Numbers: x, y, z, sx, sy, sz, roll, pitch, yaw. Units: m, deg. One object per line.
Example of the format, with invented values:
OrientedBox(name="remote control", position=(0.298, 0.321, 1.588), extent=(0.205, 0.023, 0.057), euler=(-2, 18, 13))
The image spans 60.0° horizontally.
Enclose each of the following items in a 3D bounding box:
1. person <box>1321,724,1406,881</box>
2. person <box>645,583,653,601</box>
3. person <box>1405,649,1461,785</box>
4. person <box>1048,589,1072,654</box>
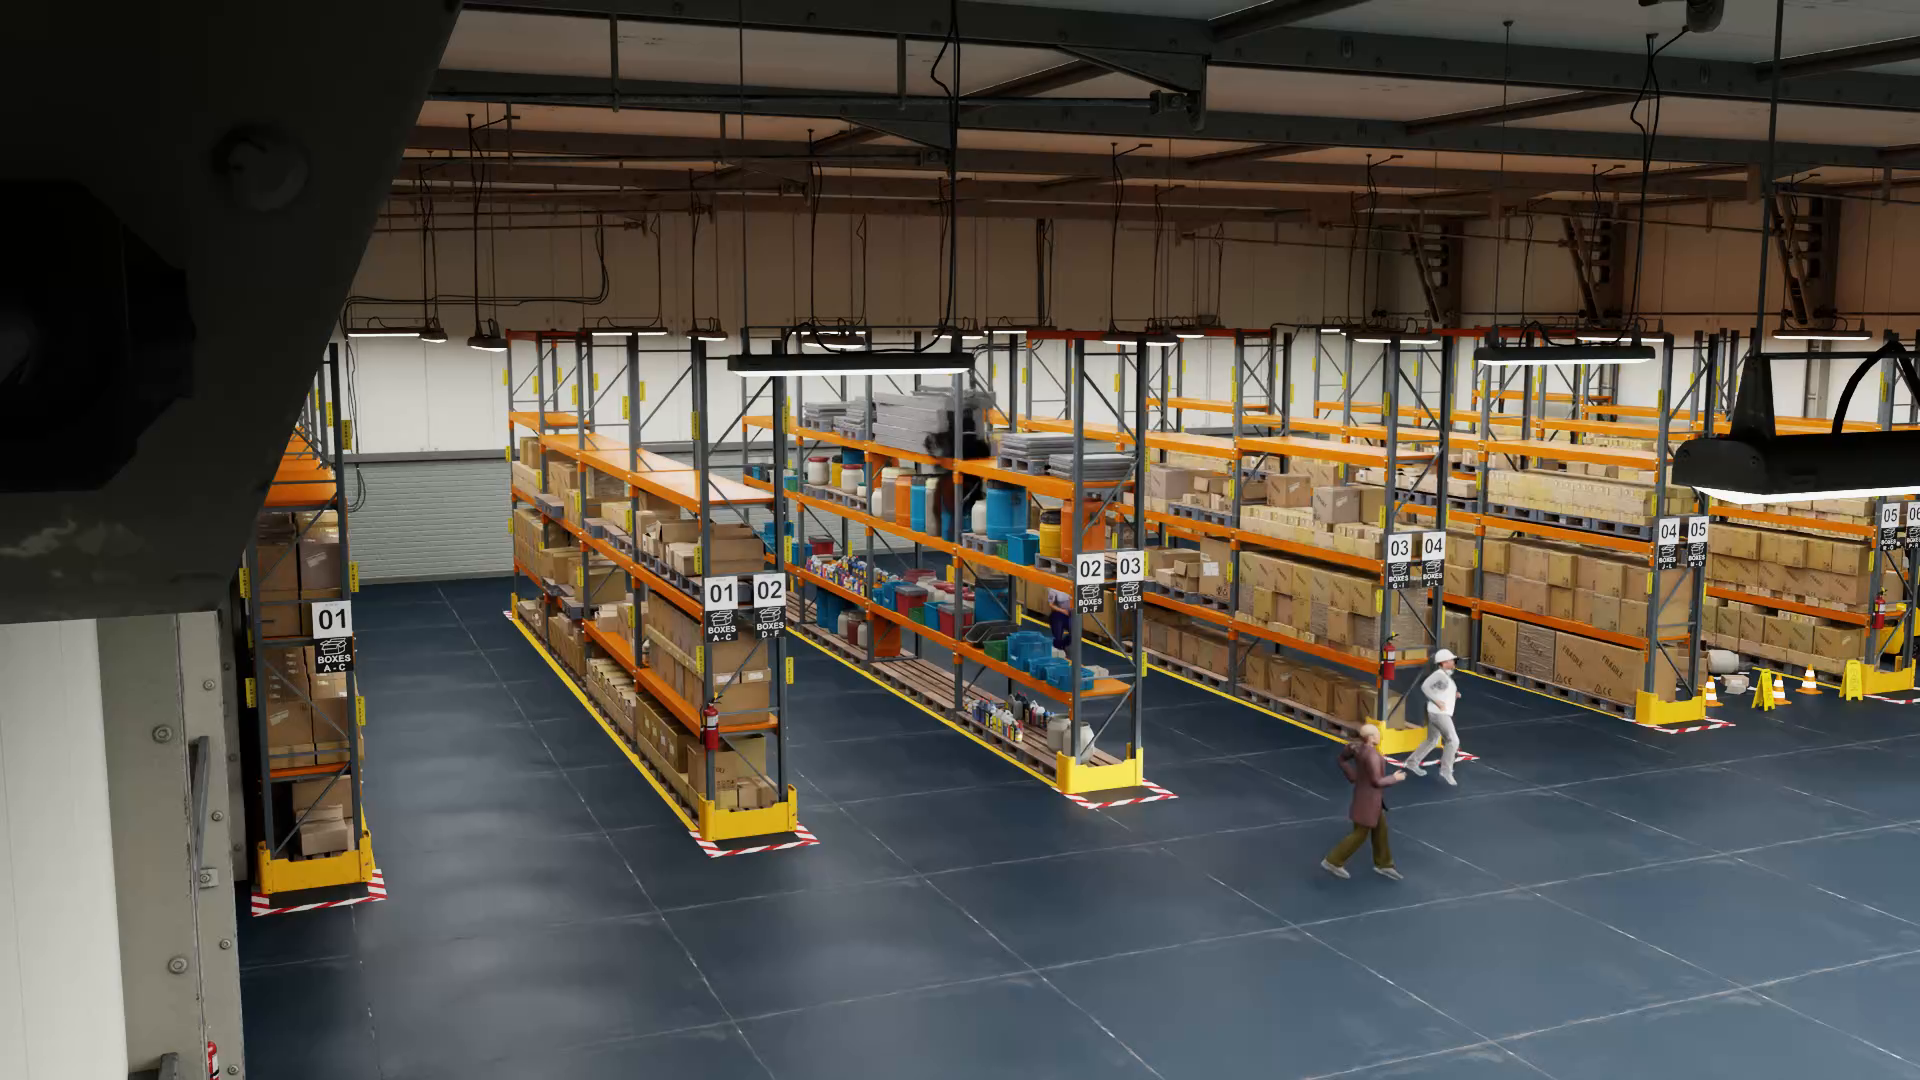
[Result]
OrientedBox(name="person", position=(4.504, 2.940, 18.487), extent=(0.966, 1.831, 0.697), euler=(0, 8, 0))
OrientedBox(name="person", position=(-6.447, 0.874, 34.281), extent=(0.549, 1.667, 0.643), euler=(-4, 9, -28))
OrientedBox(name="person", position=(6.484, 2.400, 22.752), extent=(0.700, 1.828, 0.668), euler=(3, 8, 18))
OrientedBox(name="person", position=(1.800, 1.354, 28.838), extent=(0.628, 1.606, 0.705), euler=(-4, 9, -24))
